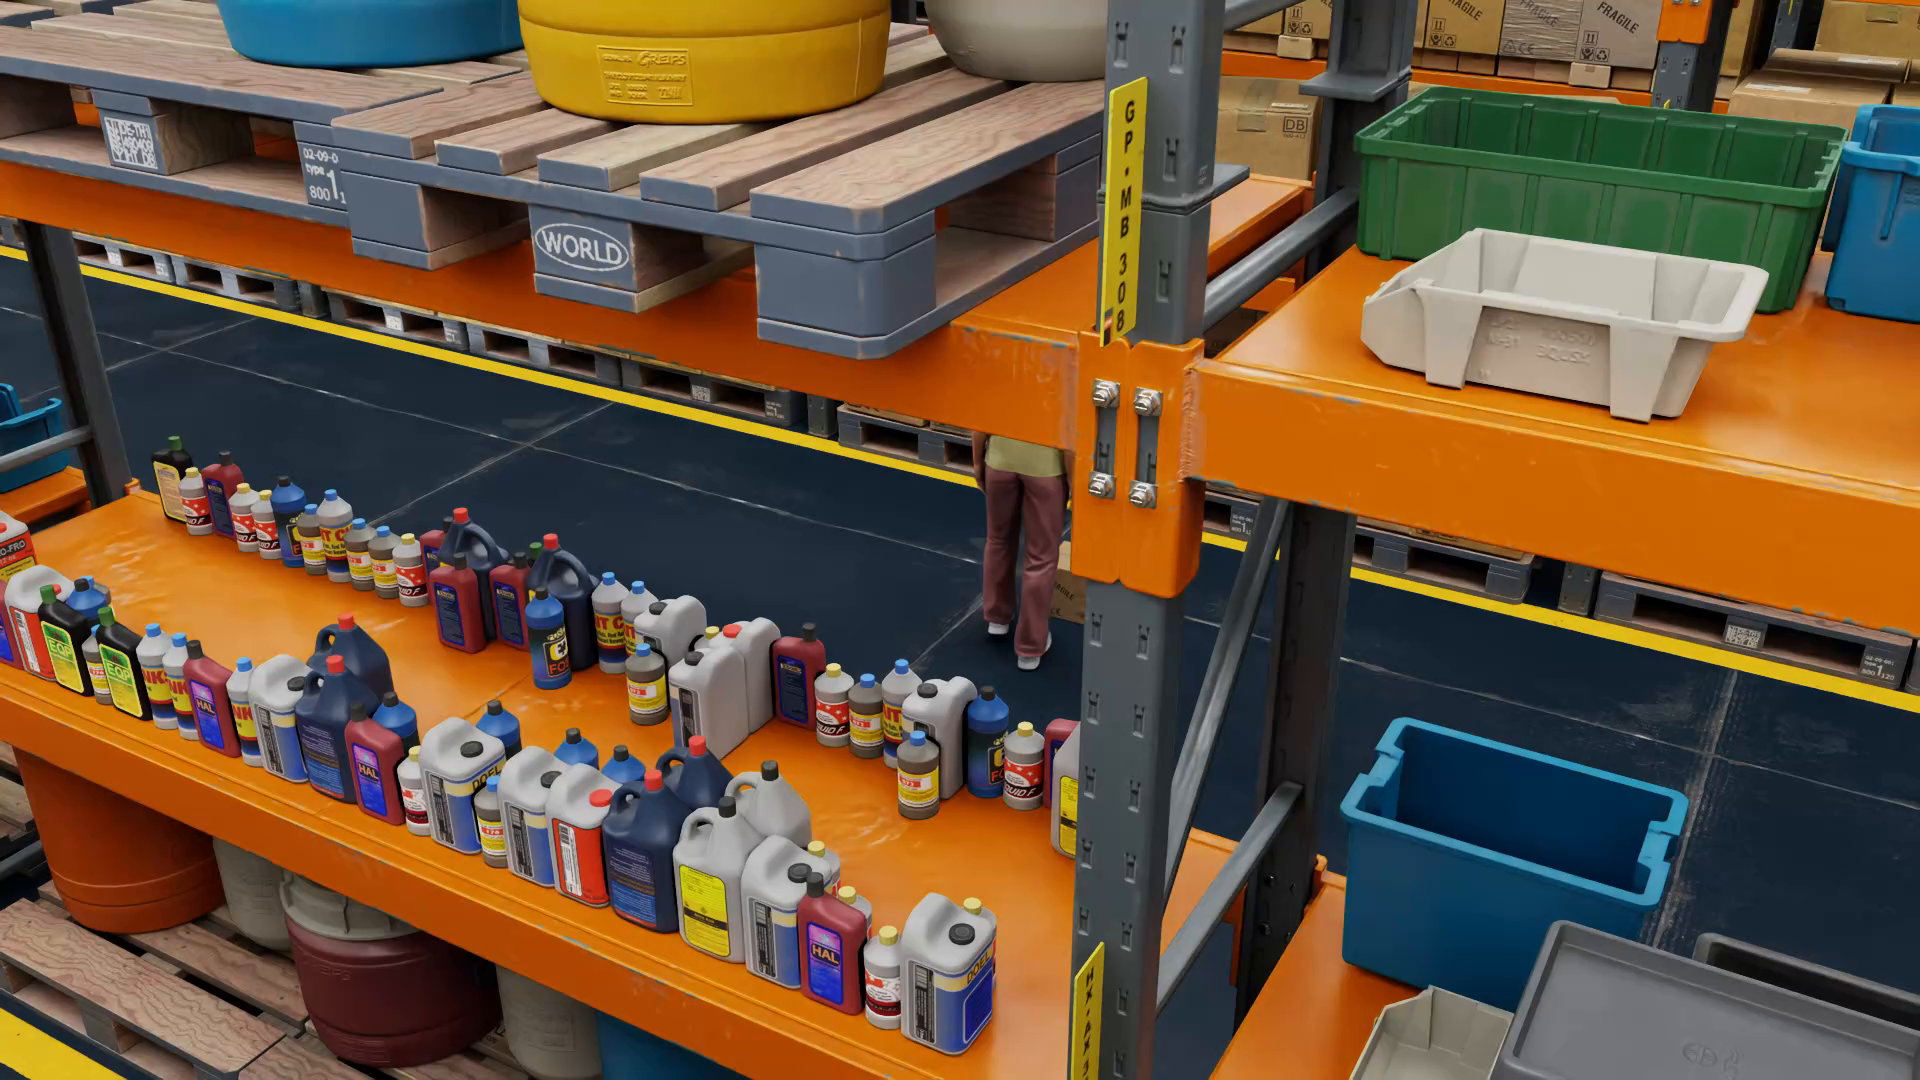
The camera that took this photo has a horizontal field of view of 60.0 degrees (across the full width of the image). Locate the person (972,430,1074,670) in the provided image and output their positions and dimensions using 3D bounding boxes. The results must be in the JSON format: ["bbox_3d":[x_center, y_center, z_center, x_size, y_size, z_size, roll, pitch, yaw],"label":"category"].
[{"bbox_3d":[0.298,-0.310,6.716,0.471,1.677,0.528,11,29,20],"label":"person"}]
